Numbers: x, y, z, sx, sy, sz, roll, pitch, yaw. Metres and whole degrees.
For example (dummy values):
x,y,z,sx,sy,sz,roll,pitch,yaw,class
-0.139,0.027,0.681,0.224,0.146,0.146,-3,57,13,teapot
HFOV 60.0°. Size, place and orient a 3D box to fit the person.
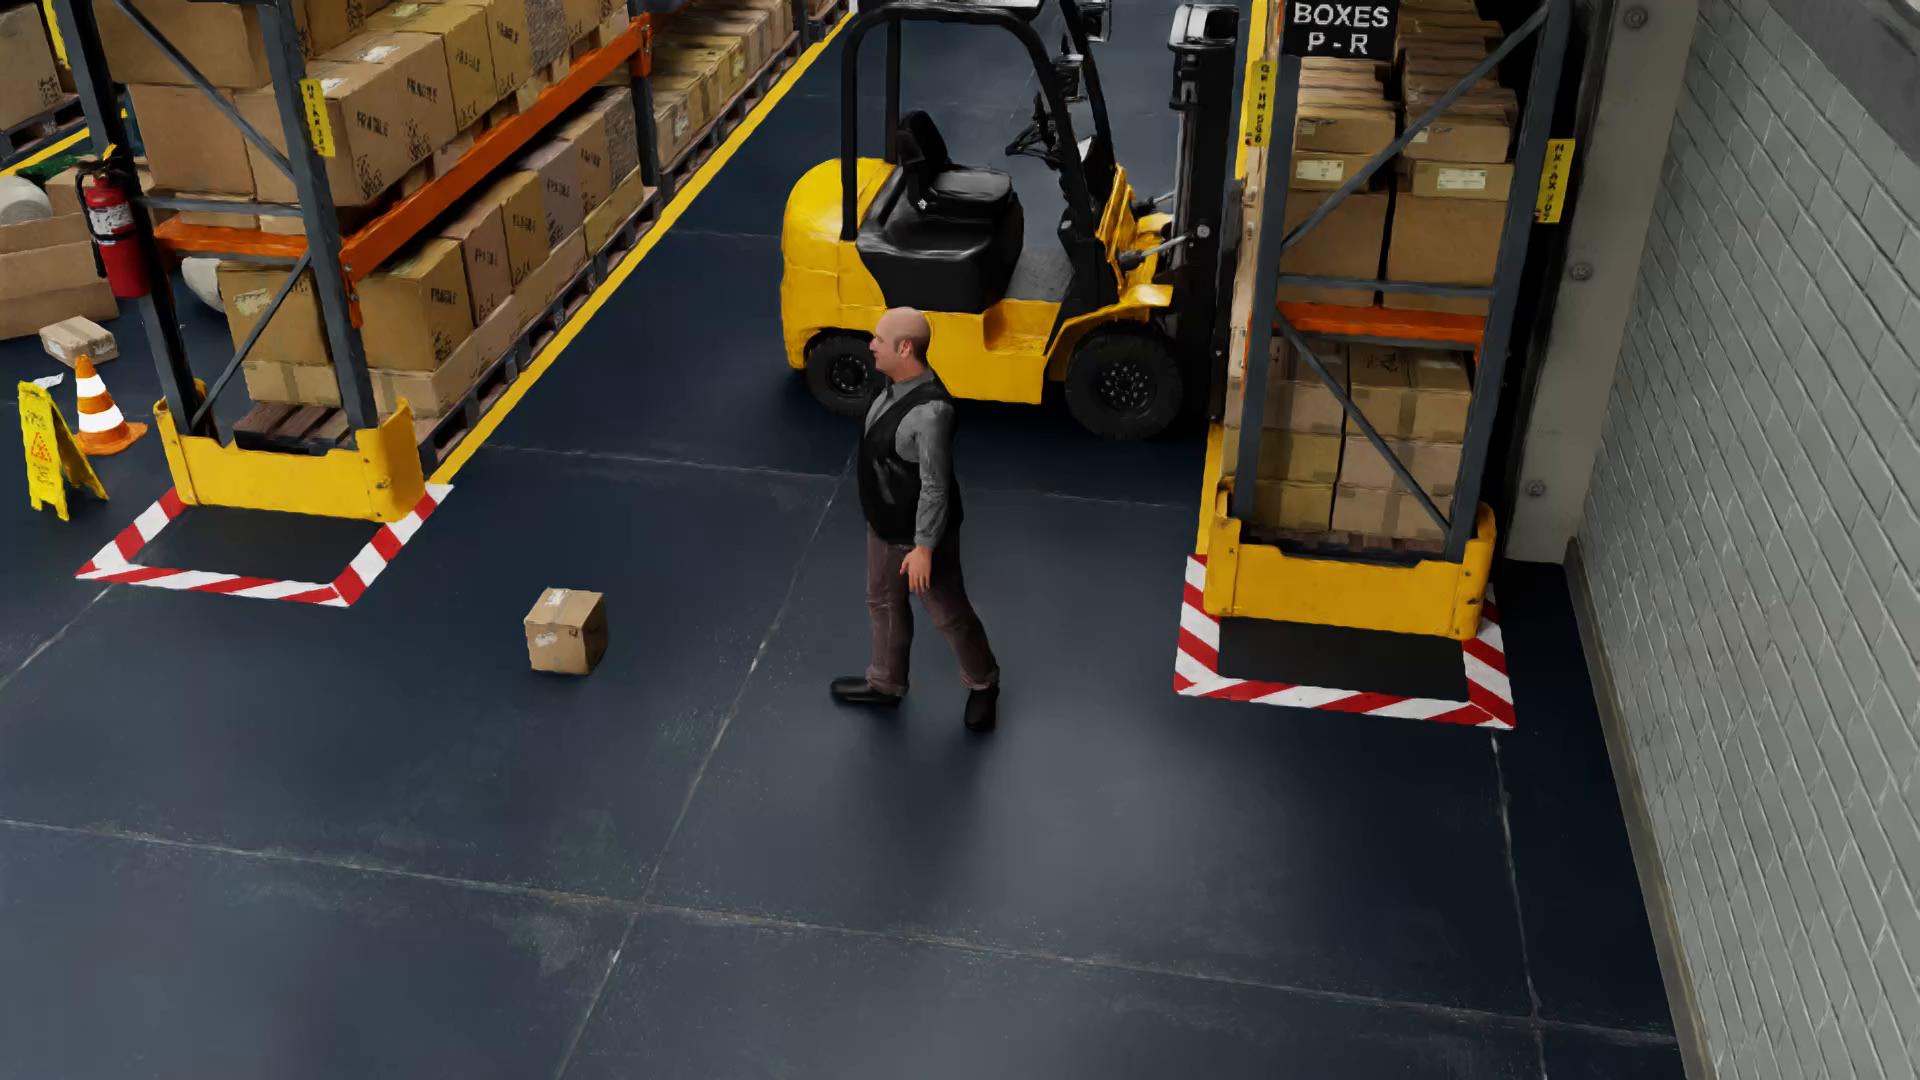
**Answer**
x,y,z,sx,sy,sz,roll,pitch,yaw,class
-0.172,-0.076,6.280,0.619,1.720,0.649,-13,34,-19,person
